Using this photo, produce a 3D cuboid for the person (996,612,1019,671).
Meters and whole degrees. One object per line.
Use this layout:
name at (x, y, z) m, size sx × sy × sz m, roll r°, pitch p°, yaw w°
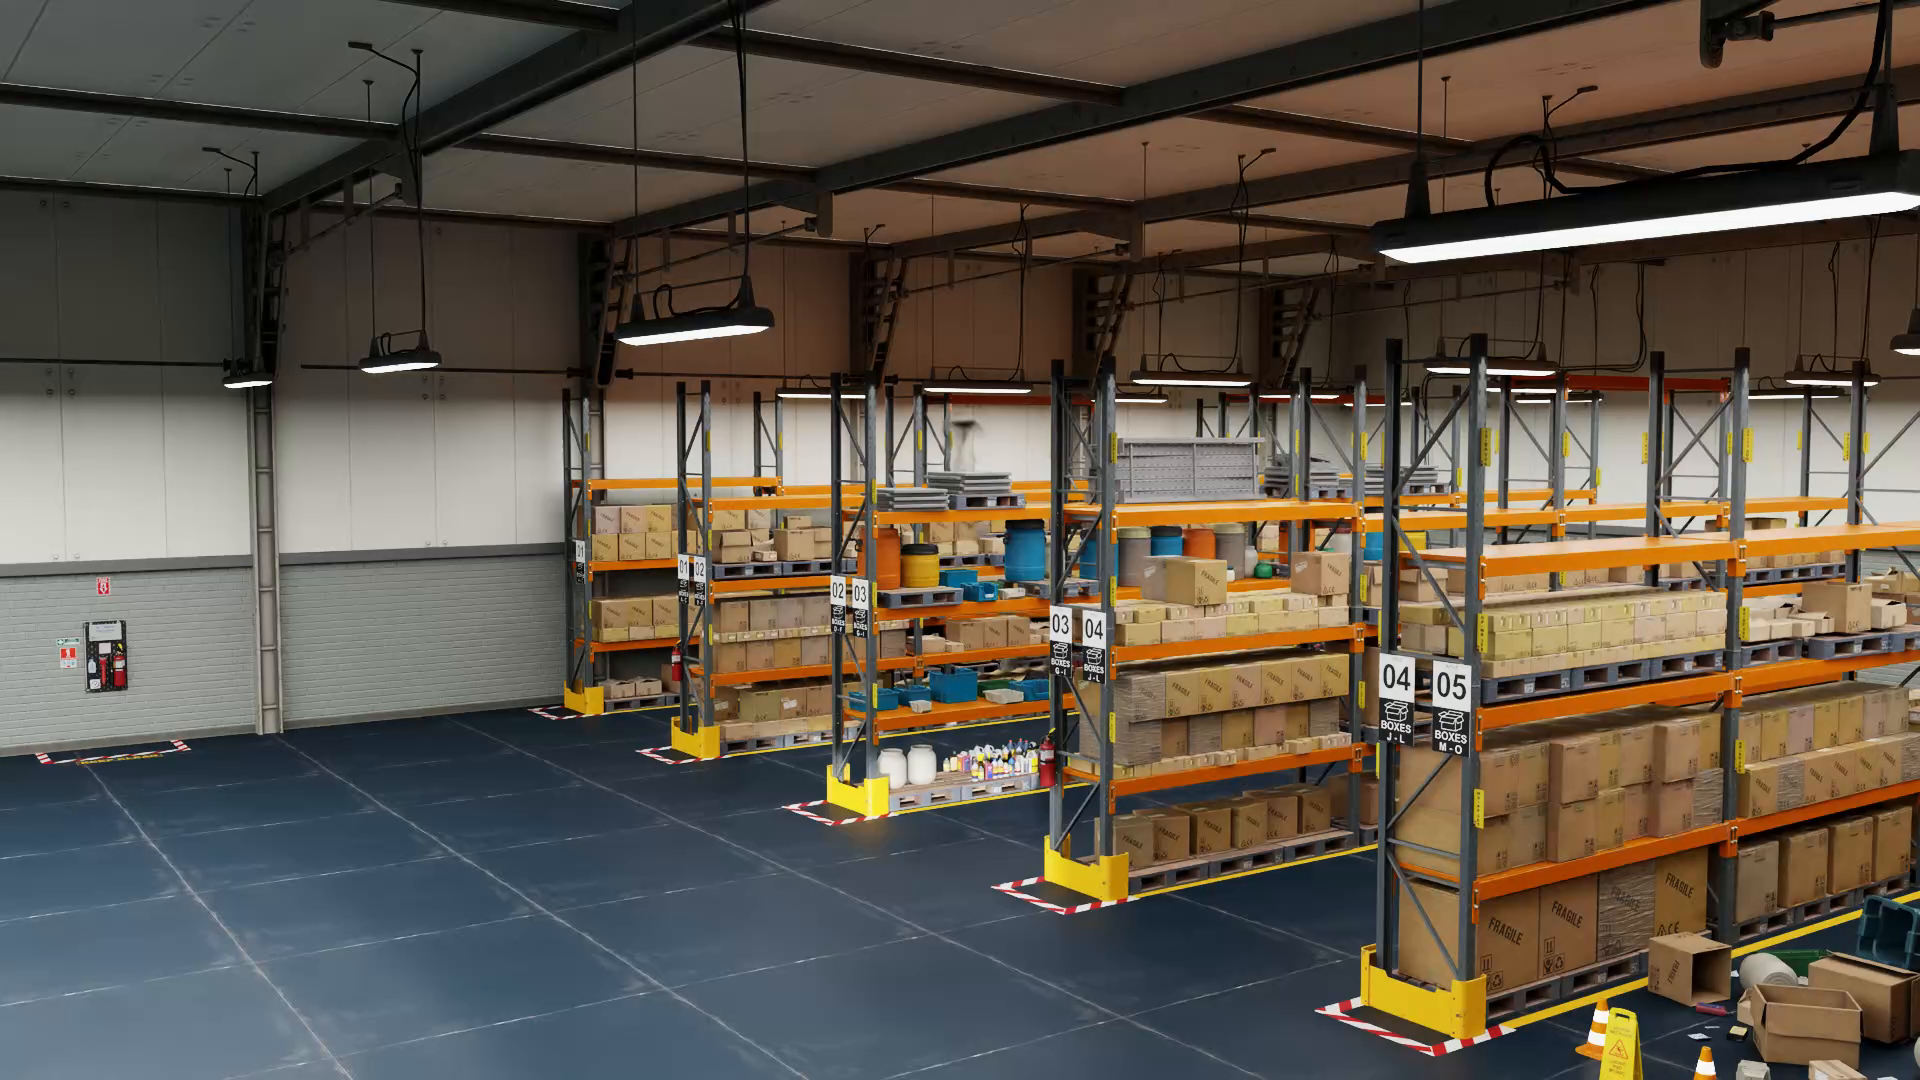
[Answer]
person at (0.946, 2.231, 32.762) m, size 0.733 × 1.702 × 0.654 m, roll -3°, pitch 5°, yaw -38°
